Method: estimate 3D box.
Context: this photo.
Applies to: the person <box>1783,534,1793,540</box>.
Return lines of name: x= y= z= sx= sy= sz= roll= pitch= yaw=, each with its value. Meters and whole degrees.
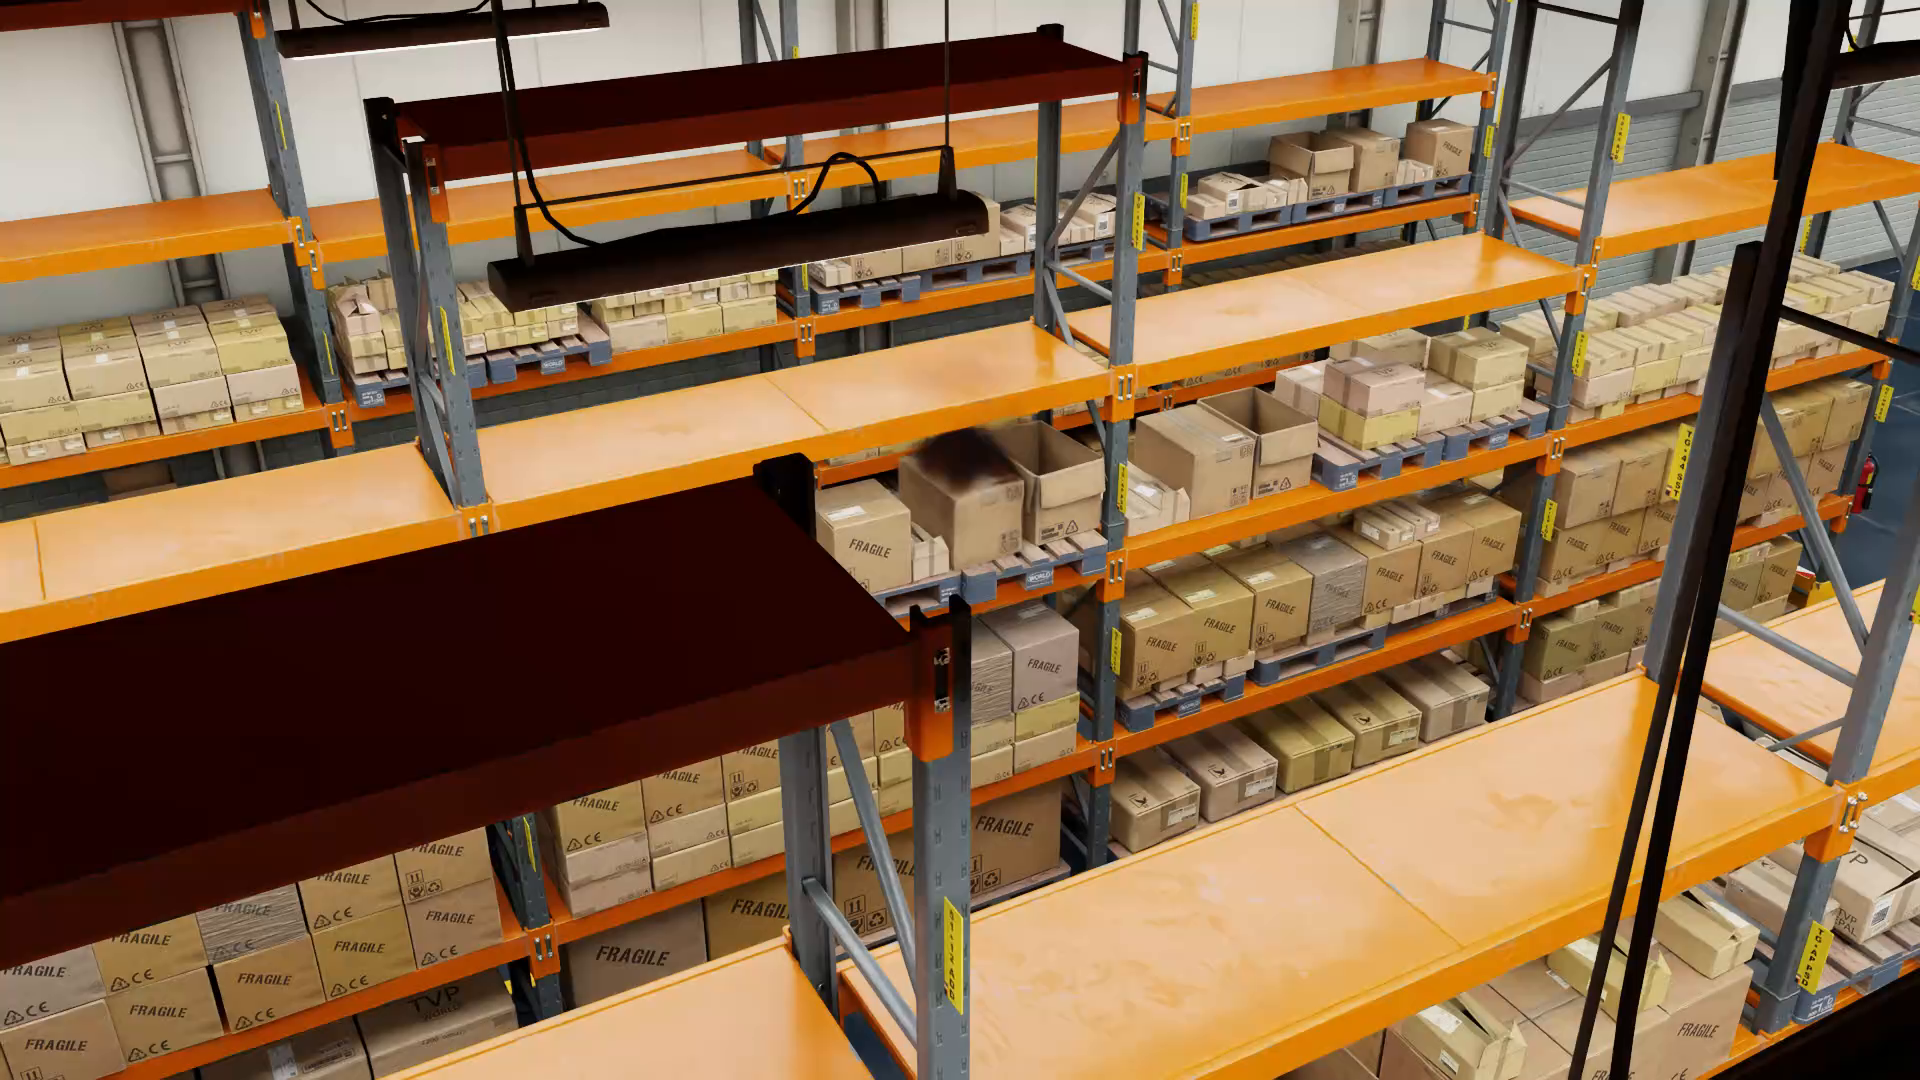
person: x=8.208 y=-0.836 z=16.678 sx=0.645 sy=1.785 sz=0.617 roll=-13 pitch=31 yaw=-24
